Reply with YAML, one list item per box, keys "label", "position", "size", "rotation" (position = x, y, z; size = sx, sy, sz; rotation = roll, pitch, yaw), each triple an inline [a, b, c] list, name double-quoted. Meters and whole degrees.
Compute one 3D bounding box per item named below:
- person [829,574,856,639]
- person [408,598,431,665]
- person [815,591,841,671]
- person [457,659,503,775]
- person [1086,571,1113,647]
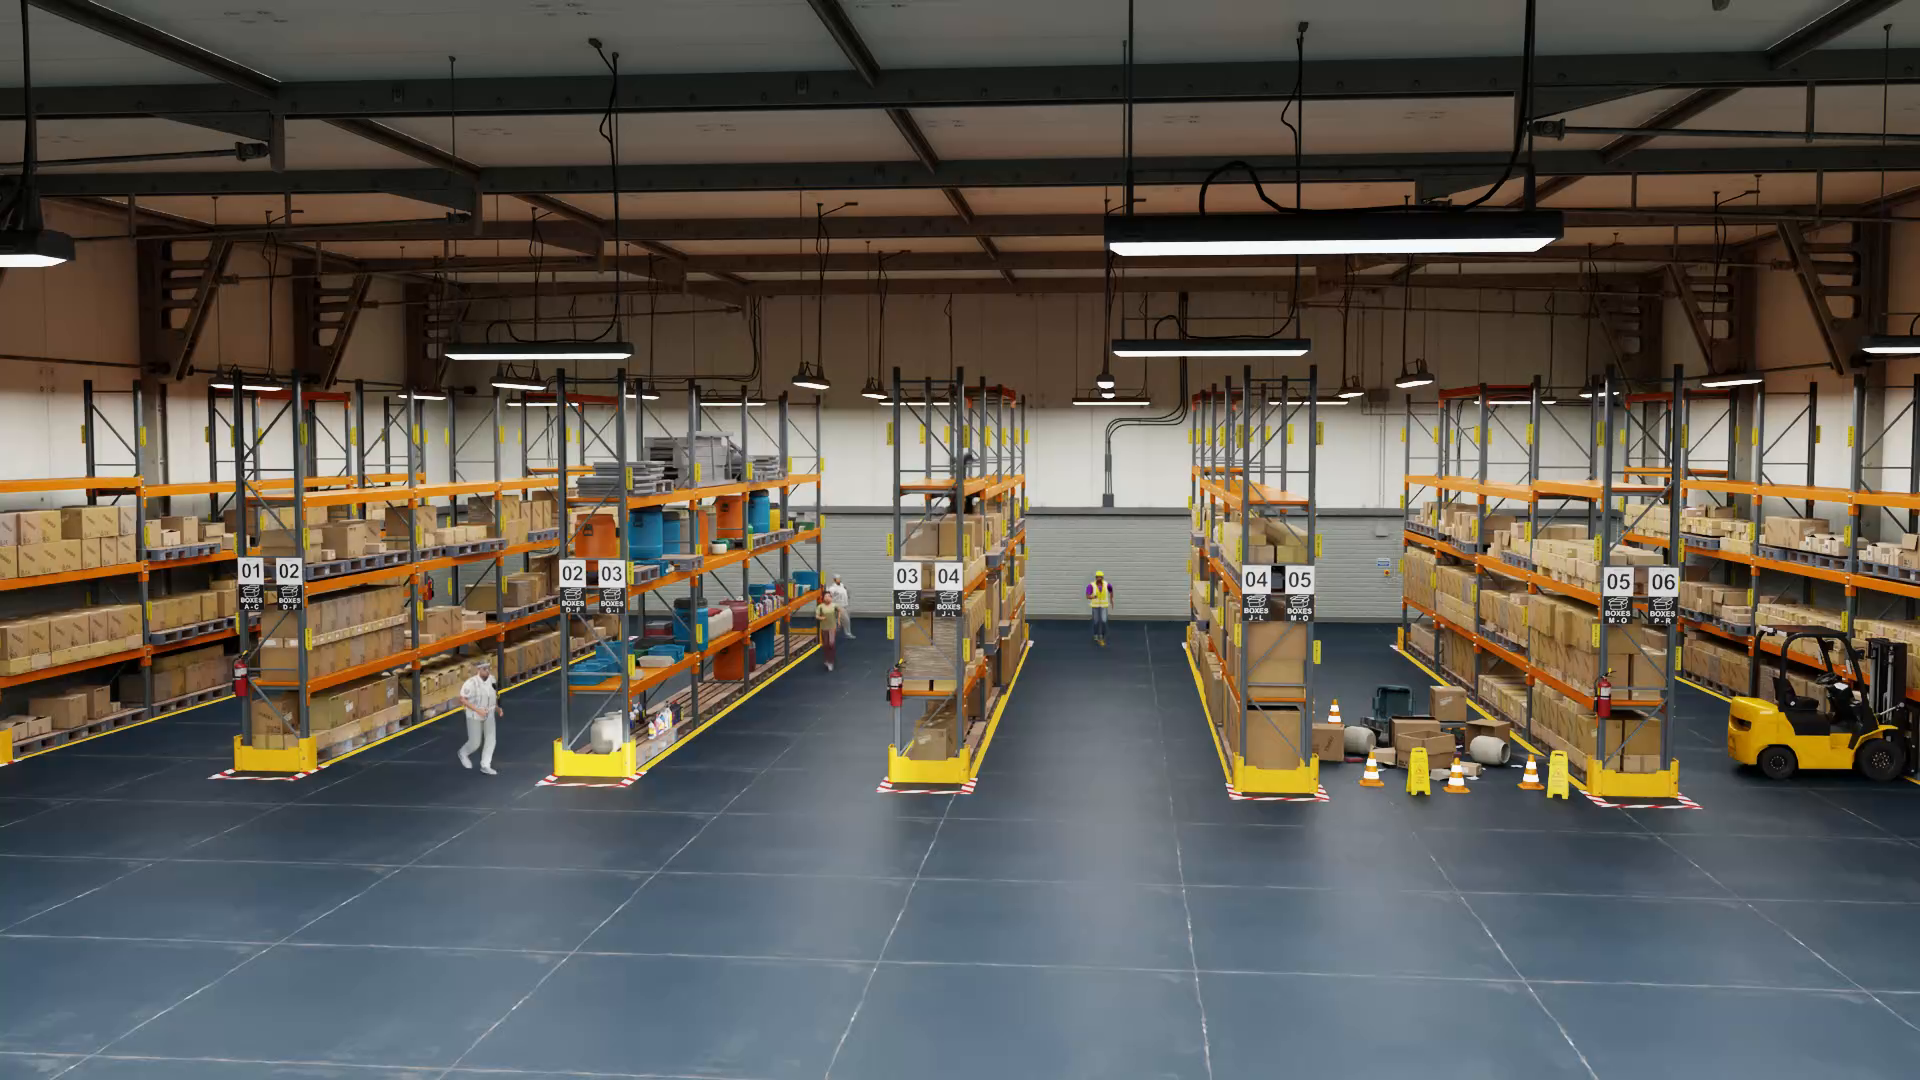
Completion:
- label: "person"
  position: [-2.996, 1.644, 41.190]
  size: [0.731, 1.609, 0.655]
  rotation: [2, 4, 30]
- label: "person"
  position: [-11.262, 2.020, 34.635]
  size: [0.540, 1.666, 0.951]
  rotation: [0, 4, 4]
- label: "person"
  position: [-2.838, 1.949, 35.744]
  size: [0.533, 1.713, 0.804]
  rotation: [0, 4, 0]
- label: "person"
  position: [-7.195, 2.607, 24.770]
  size: [0.819, 1.734, 0.660]
  rotation: [3, 5, 44]
- label: "person"
  position: [3.345, 1.556, 39.857]
  size: [0.675, 1.645, 0.850]
  rotation: [0, 4, 2]
